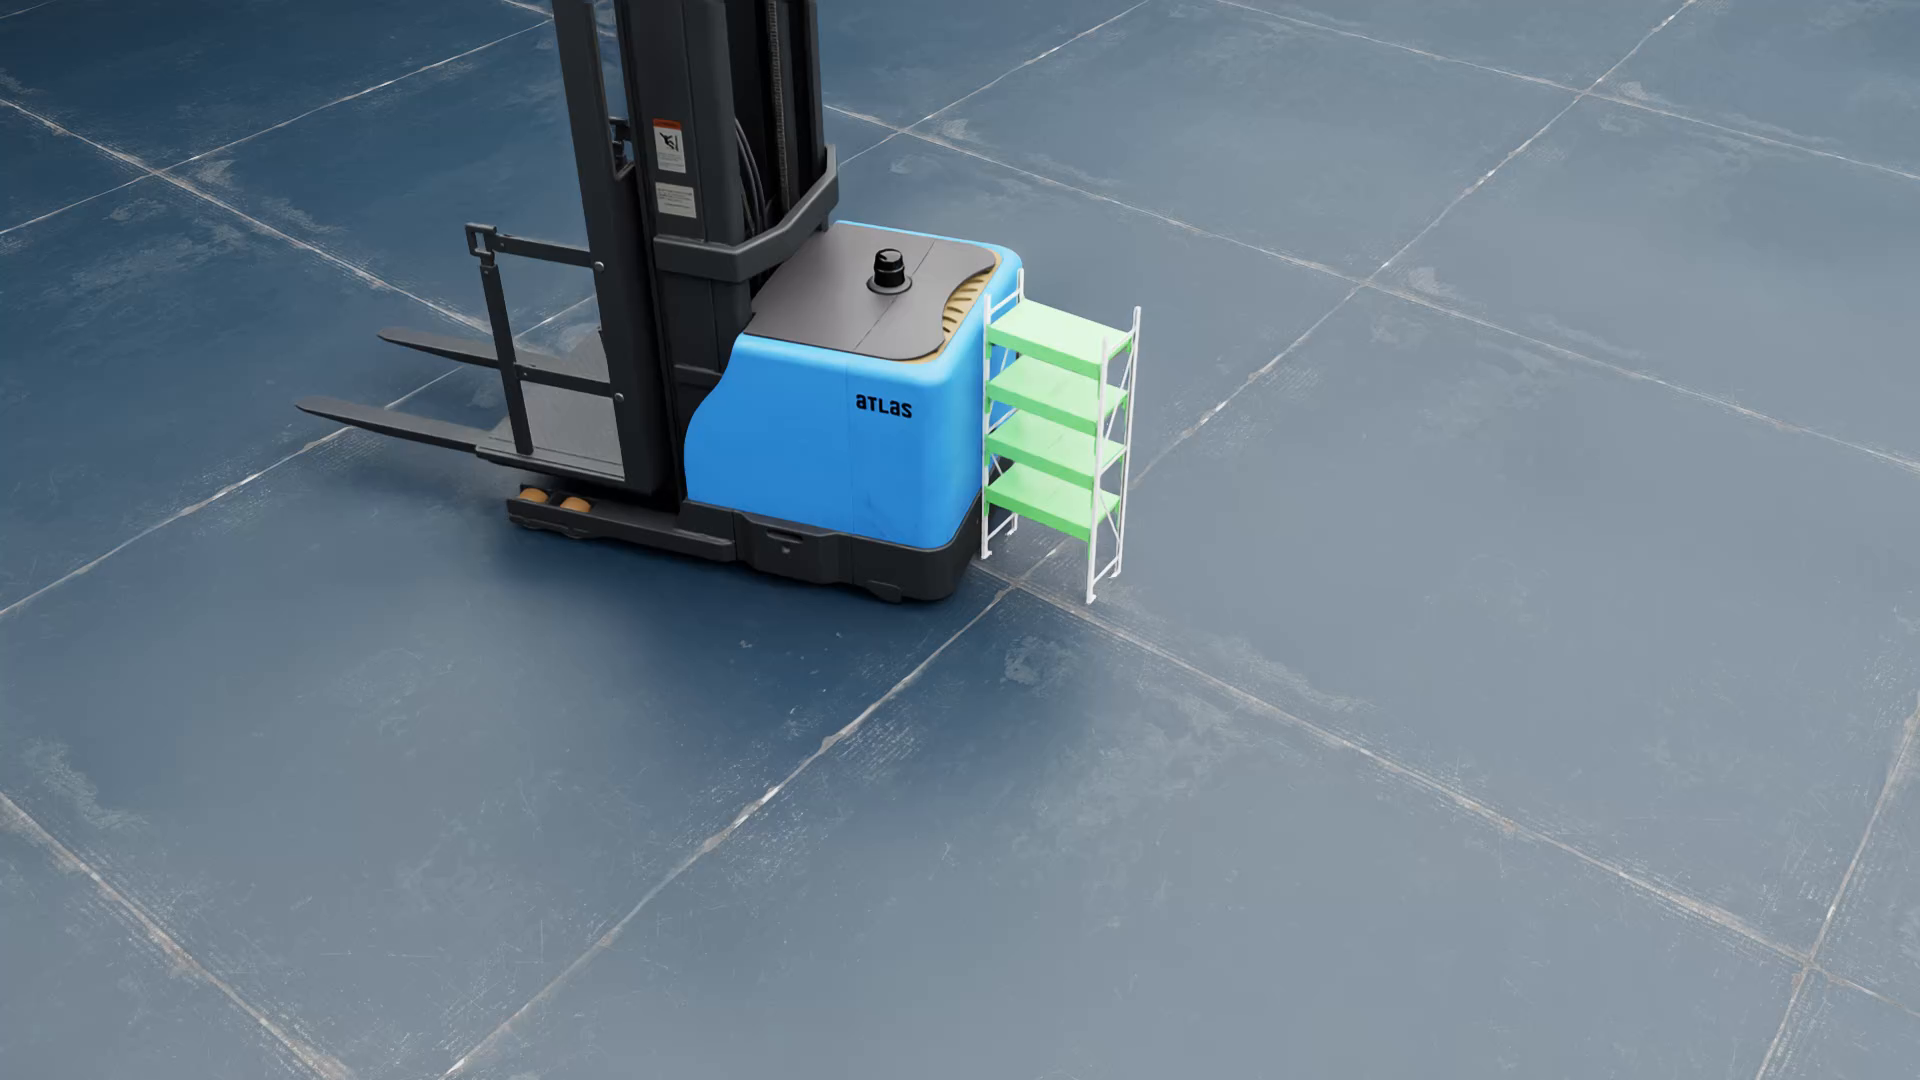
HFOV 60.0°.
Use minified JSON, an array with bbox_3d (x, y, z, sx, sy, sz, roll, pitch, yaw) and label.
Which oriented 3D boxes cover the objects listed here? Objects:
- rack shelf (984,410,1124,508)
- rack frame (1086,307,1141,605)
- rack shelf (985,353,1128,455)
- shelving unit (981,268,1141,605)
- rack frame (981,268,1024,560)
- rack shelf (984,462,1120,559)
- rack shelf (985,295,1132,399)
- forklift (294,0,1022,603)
[{"bbox_3d":[0.361,-0.321,6.290,0.480,0.148,0.258,23,43,26],"label":"rack shelf"},{"bbox_3d":[0.562,-0.286,6.142,0.015,1.200,0.240,23,43,26],"label":"rack frame"},{"bbox_3d":[0.361,-0.510,6.142,0.480,0.148,0.258,23,43,26],"label":"rack shelf"},{"bbox_3d":[0.361,-0.371,6.251,0.503,1.200,0.258,23,43,26],"label":"shelving unit"},{"bbox_3d":[0.159,-0.456,6.359,0.015,1.200,0.240,23,43,26],"label":"rack frame"},{"bbox_3d":[0.361,-0.132,6.438,0.480,0.148,0.258,23,43,26],"label":"rack shelf"},{"bbox_3d":[0.361,-0.699,5.994,0.480,0.148,0.258,23,43,26],"label":"rack shelf"},{"bbox_3d":[-1.318,-1.455,6.231,3.031,2.935,1.130,12,40,15],"label":"forklift"}]
